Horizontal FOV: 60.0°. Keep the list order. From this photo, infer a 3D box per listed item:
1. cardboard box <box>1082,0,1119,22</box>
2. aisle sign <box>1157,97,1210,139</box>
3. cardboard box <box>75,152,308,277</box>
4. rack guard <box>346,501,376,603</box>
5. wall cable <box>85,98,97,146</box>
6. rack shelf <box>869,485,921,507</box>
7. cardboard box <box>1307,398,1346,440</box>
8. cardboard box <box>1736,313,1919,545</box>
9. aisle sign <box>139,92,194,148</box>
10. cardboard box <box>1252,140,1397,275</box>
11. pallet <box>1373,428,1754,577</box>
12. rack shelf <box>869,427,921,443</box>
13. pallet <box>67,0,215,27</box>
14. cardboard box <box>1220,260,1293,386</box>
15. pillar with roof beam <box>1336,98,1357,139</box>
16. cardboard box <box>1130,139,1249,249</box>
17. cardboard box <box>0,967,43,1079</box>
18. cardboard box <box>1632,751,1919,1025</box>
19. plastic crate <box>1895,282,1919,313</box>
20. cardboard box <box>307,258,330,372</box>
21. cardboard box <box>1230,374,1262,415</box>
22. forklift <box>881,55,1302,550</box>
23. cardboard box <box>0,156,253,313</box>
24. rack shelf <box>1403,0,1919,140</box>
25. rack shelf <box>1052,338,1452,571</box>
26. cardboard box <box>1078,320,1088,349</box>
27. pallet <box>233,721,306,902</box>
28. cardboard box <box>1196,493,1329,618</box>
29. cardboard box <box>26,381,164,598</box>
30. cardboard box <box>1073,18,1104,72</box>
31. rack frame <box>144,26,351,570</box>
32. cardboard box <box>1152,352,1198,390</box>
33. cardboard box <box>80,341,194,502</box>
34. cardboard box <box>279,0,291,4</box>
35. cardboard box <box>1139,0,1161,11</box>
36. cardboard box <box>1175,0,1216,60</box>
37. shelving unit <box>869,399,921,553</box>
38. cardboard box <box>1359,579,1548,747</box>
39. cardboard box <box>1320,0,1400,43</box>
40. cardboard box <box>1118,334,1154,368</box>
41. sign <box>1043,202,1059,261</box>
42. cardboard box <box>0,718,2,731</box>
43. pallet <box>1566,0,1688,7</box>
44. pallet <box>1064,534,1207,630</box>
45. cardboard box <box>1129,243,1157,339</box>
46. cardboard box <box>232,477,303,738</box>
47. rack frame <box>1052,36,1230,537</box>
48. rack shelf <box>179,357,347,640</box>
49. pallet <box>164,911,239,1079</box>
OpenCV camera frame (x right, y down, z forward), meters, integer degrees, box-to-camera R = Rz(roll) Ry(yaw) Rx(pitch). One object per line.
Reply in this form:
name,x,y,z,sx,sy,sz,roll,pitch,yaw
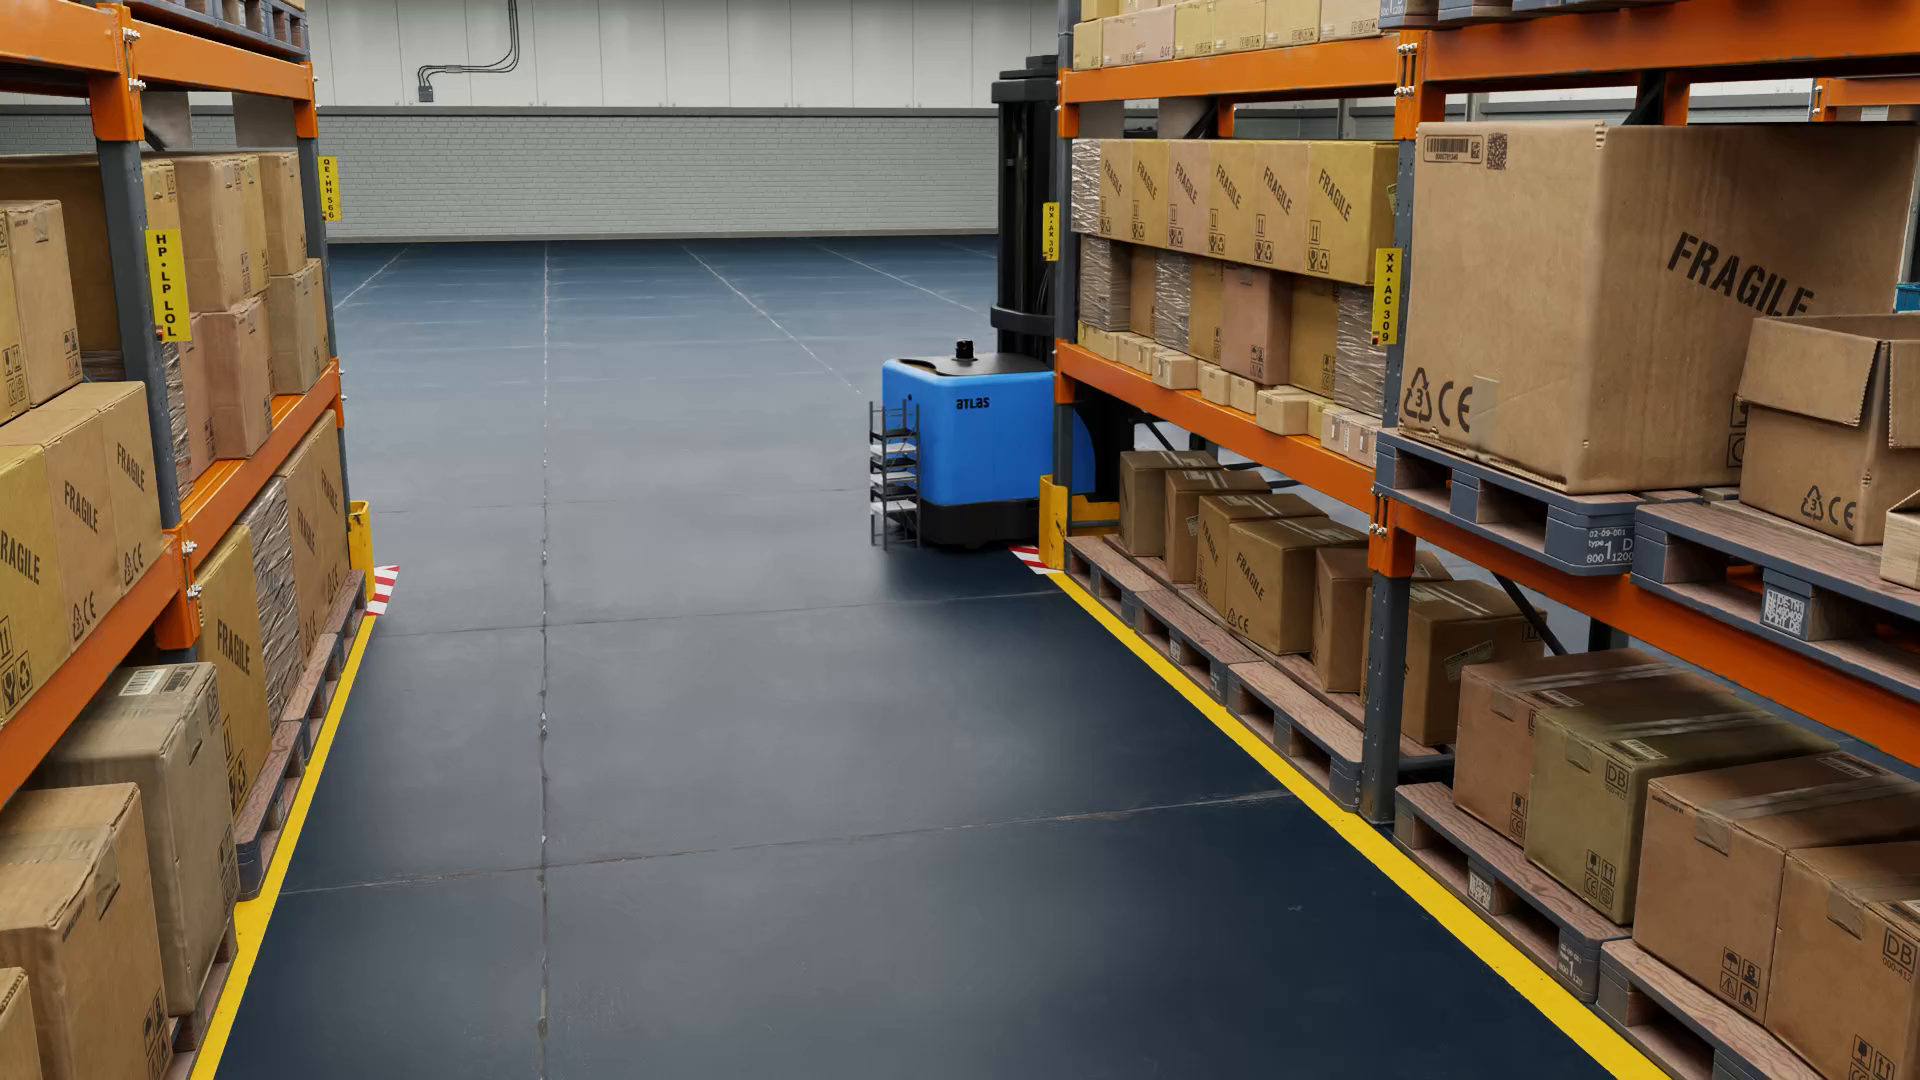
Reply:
cardboard box,0.856,-2.803,8.733,0.380,0.149,0.250,-3,14,-12
aisle sign,1.326,-2.660,9.517,0.394,0.787,0.004,-3,14,-13
cardboard box,-3.528,-1.501,7.659,0.875,0.550,0.550,-3,14,-13
rack guard,-3.802,0.096,8.982,1.175,0.500,0.348,-3,14,-13
wall cable,-20.573,-9.405,36.506,3.097,2.526,0.112,-3,14,-13
rack shelf,-0.396,-0.271,10.162,0.258,0.077,0.200,-6,15,-24
cardboard box,1.602,-0.474,6.575,0.380,0.149,0.250,-3,14,-13
cardboard box,2.485,-0.303,4.244,0.797,0.503,0.637,-2,14,-7
aisle sign,-4.104,-2.375,8.352,0.394,0.787,0.004,-3,14,-13
cardboard box,1.496,-1.326,6.590,0.500,0.500,0.500,-3,14,-13
pallet,2.026,-0.166,5.189,1.003,0.211,1.213,-3,14,-13
rack shelf,-0.396,-0.621,10.076,0.258,0.077,0.200,-6,15,-24
pallet,-3.039,-1.794,5.315,1.003,0.211,1.213,-3,14,-13
cardboard box,1.644,-0.971,7.243,0.875,0.500,0.500,-3,14,-13
pillar with roof beam,5.268,-11.676,39.259,9.100,9.000,0.400,-3,14,-13
cardboard box,1.143,-1.672,8.006,0.500,0.500,0.500,-3,14,-13
cardboard box,-2.181,1.274,2.746,1.050,0.750,0.750,-3,14,-12
cardboard box,2.337,0.940,4.598,0.700,0.500,0.500,-5,14,-18
plastic crate,6.272,-1.471,10.442,0.499,0.251,0.616,-3,14,-13
cardboard box,-3.665,-1.103,8.305,0.875,0.550,0.550,-3,14,-13
cardboard box,1.407,-0.646,7.279,0.380,0.149,0.250,-3,14,-13
forklift,1.052,-1.575,10.696,3.031,2.935,1.130,-6,15,-23
cardboard box,-3.145,-1.127,6.130,0.875,0.550,0.550,-3,14,-13
rack shelf,2.458,-1.090,3.762,1.077,0.370,4.000,-3,14,-13
rack shelf,1.519,-0.555,7.895,1.077,0.370,4.000,-3,14,-13
cardboard box,0.884,-1.165,9.405,0.380,0.149,0.250,-3,14,-13
pallet,-2.959,0.985,5.952,1.003,0.211,1.213,-3,14,-13
cardboard box,1.482,0.071,8.200,0.500,0.500,0.500,-2,14,-8
cardboard box,-2.474,-0.133,4.442,0.500,0.500,0.500,-3,14,-14
cardboard box,0.911,-2.625,8.847,0.500,0.250,0.500,-3,14,-12
rack frame,-3.796,-1.113,8.662,1.000,3.000,0.127,-3,14,-13
cardboard box,1.142,-0.814,7.966,0.380,0.149,0.250,-3,14,-13
cardboard box,-2.955,-0.348,5.213,0.875,0.550,0.550,-3,14,-13
cardboard box,-3.269,-2.525,7.557,0.380,0.149,0.250,-3,14,-12
cardboard box,1.082,-2.628,8.019,0.380,0.149,0.250,-3,14,-13
cardboard box,1.278,-2.272,7.402,0.500,0.250,0.500,-3,14,-12
shelving unit,-0.396,-0.391,10.133,0.258,0.900,0.210,-6,15,-24
cardboard box,1.933,0.472,6.555,0.500,0.500,0.500,-4,14,-15
cardboard box,1.627,-1.918,5.954,0.500,0.250,0.500,-3,14,-11
cardboard box,1.047,-0.991,8.694,0.380,0.149,0.250,-3,14,-13
sign,0.521,-1.756,9.472,0.100,0.325,0.005,-3,14,-13
cardboard box,-2.115,0.217,3.009,0.500,0.500,0.500,-3,14,-14
pallet,2.276,-1.422,4.002,1.213,0.211,1.003,-3,14,-13
pallet,1.223,0.195,9.183,1.003,0.211,1.213,-3,14,-13
cardboard box,1.385,-1.322,8.681,0.875,0.500,0.500,-3,14,-13
cardboard box,-3.152,0.281,6.548,0.875,0.875,0.875,-3,14,-13
rack frame,1.049,-1.366,9.699,1.000,3.000,0.127,-3,14,-13
rack shelf,-3.326,-0.302,6.859,1.077,0.370,4.000,-3,14,-13
pallet,-2.602,1.338,4.505,1.003,0.211,1.213,-3,14,-13
